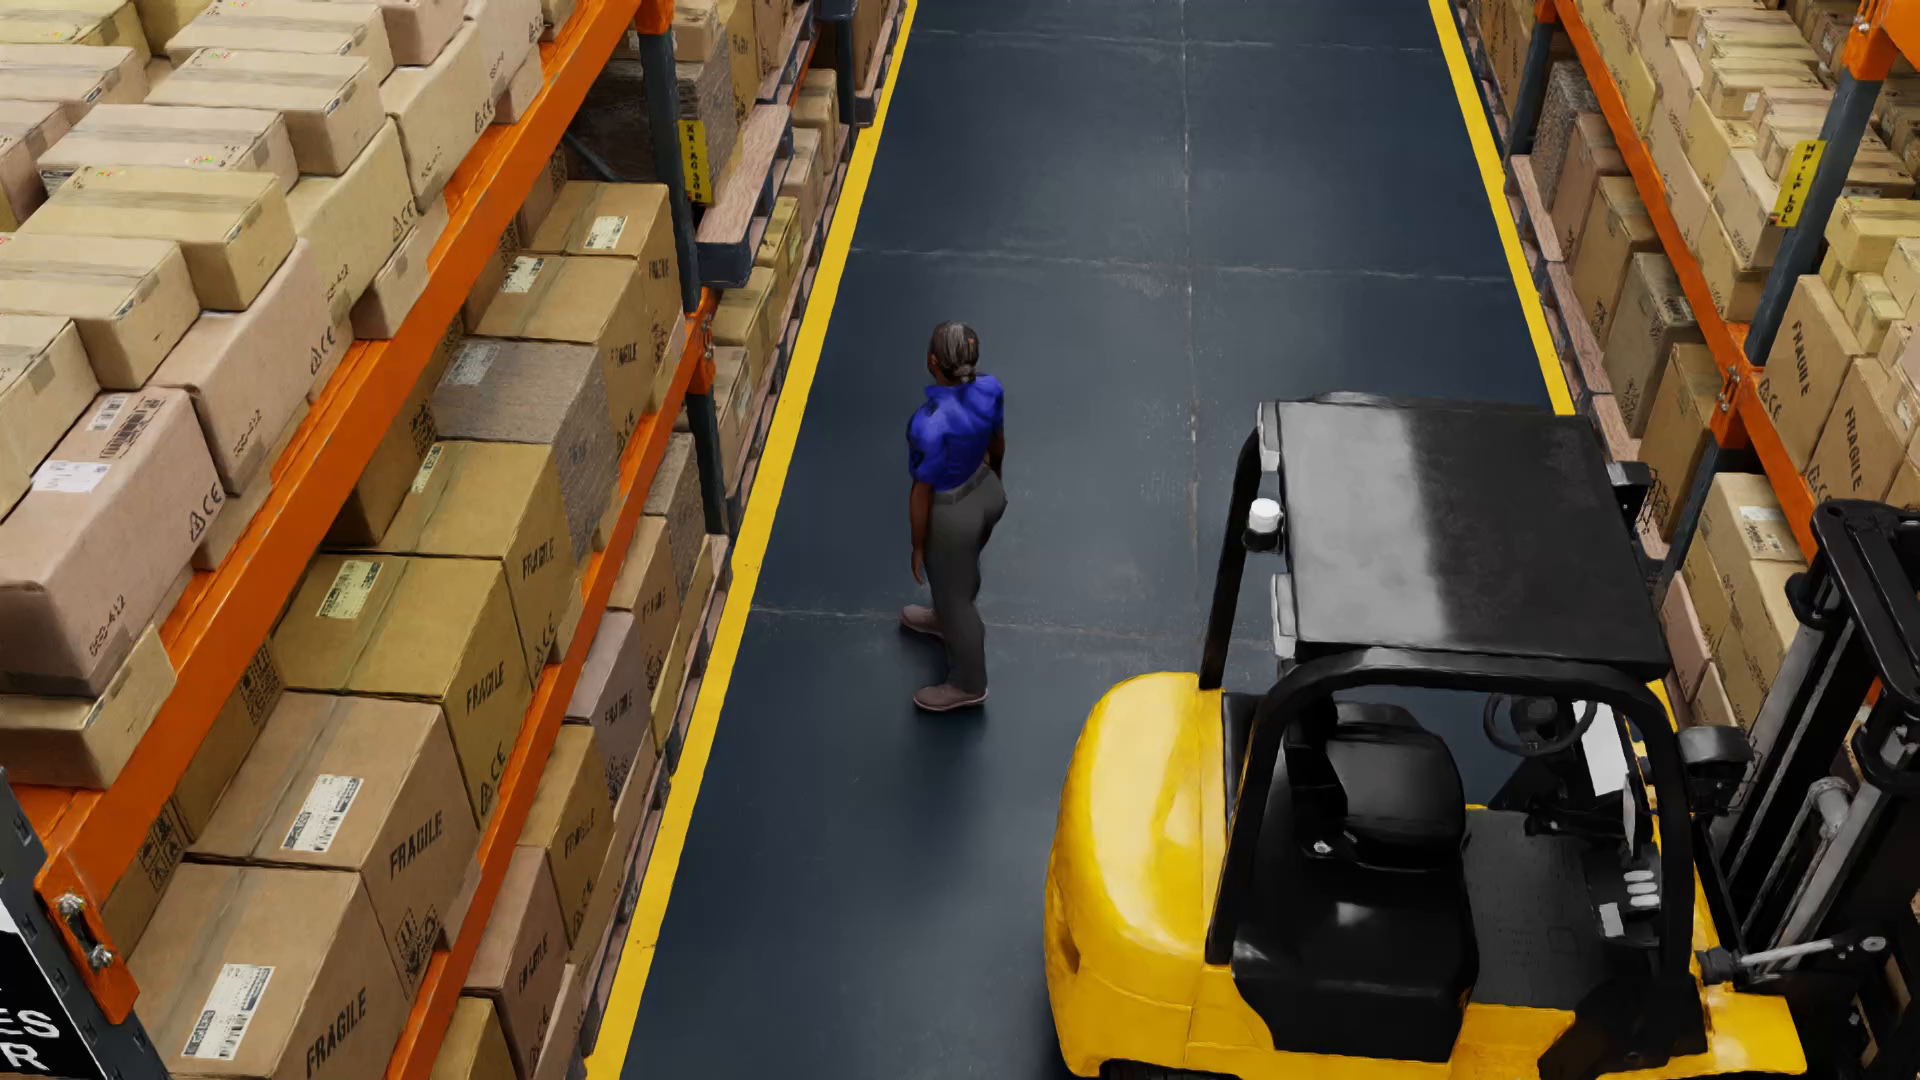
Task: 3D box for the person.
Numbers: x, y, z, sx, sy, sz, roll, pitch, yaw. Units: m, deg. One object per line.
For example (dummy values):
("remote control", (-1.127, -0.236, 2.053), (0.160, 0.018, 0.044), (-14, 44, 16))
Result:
("person", (-0.060, -0.145, 6.299), (0.562, 1.656, 0.629), (24, 46, 26))
